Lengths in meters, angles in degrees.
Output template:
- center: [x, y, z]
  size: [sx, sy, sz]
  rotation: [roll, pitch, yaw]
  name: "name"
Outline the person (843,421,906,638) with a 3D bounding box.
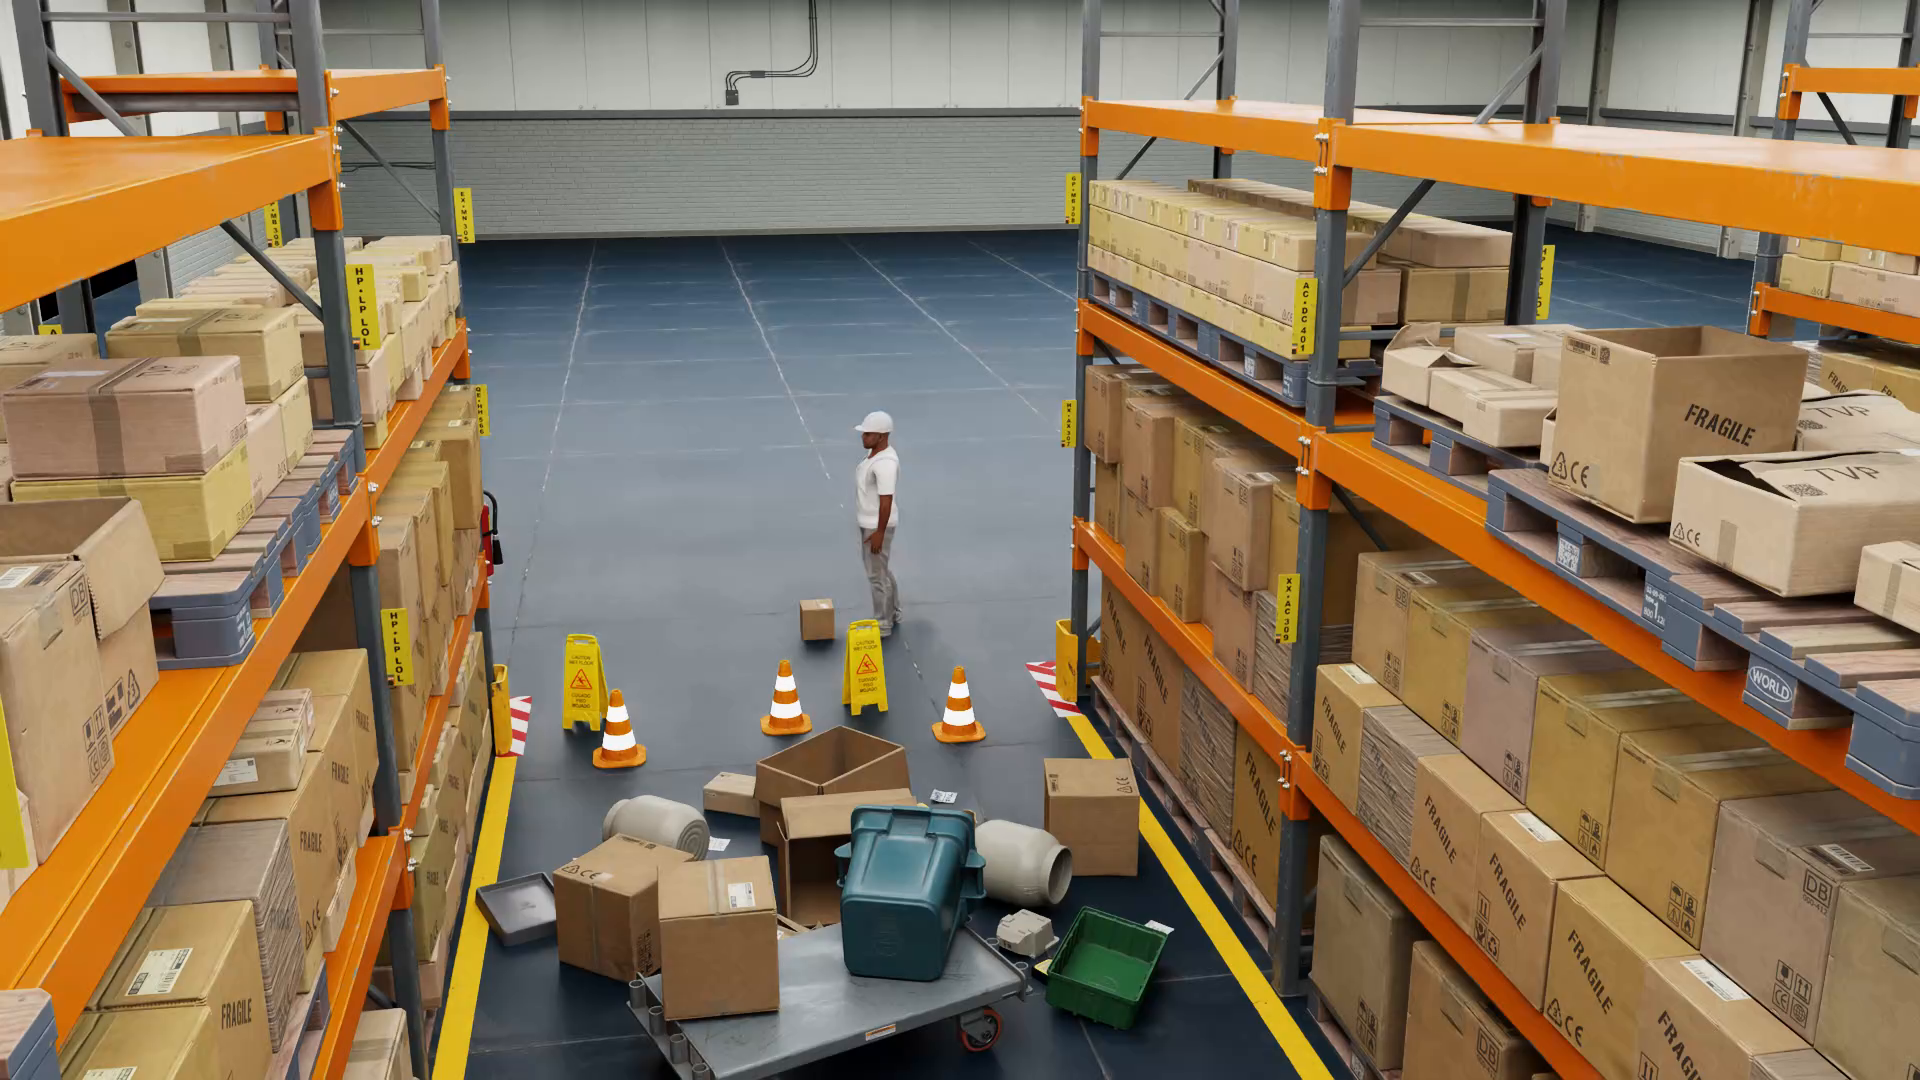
- center: [-0.663, -0.086, 12.900]
  size: [0.472, 1.708, 0.595]
  rotation: [-3, 16, -9]
  name: "person"
